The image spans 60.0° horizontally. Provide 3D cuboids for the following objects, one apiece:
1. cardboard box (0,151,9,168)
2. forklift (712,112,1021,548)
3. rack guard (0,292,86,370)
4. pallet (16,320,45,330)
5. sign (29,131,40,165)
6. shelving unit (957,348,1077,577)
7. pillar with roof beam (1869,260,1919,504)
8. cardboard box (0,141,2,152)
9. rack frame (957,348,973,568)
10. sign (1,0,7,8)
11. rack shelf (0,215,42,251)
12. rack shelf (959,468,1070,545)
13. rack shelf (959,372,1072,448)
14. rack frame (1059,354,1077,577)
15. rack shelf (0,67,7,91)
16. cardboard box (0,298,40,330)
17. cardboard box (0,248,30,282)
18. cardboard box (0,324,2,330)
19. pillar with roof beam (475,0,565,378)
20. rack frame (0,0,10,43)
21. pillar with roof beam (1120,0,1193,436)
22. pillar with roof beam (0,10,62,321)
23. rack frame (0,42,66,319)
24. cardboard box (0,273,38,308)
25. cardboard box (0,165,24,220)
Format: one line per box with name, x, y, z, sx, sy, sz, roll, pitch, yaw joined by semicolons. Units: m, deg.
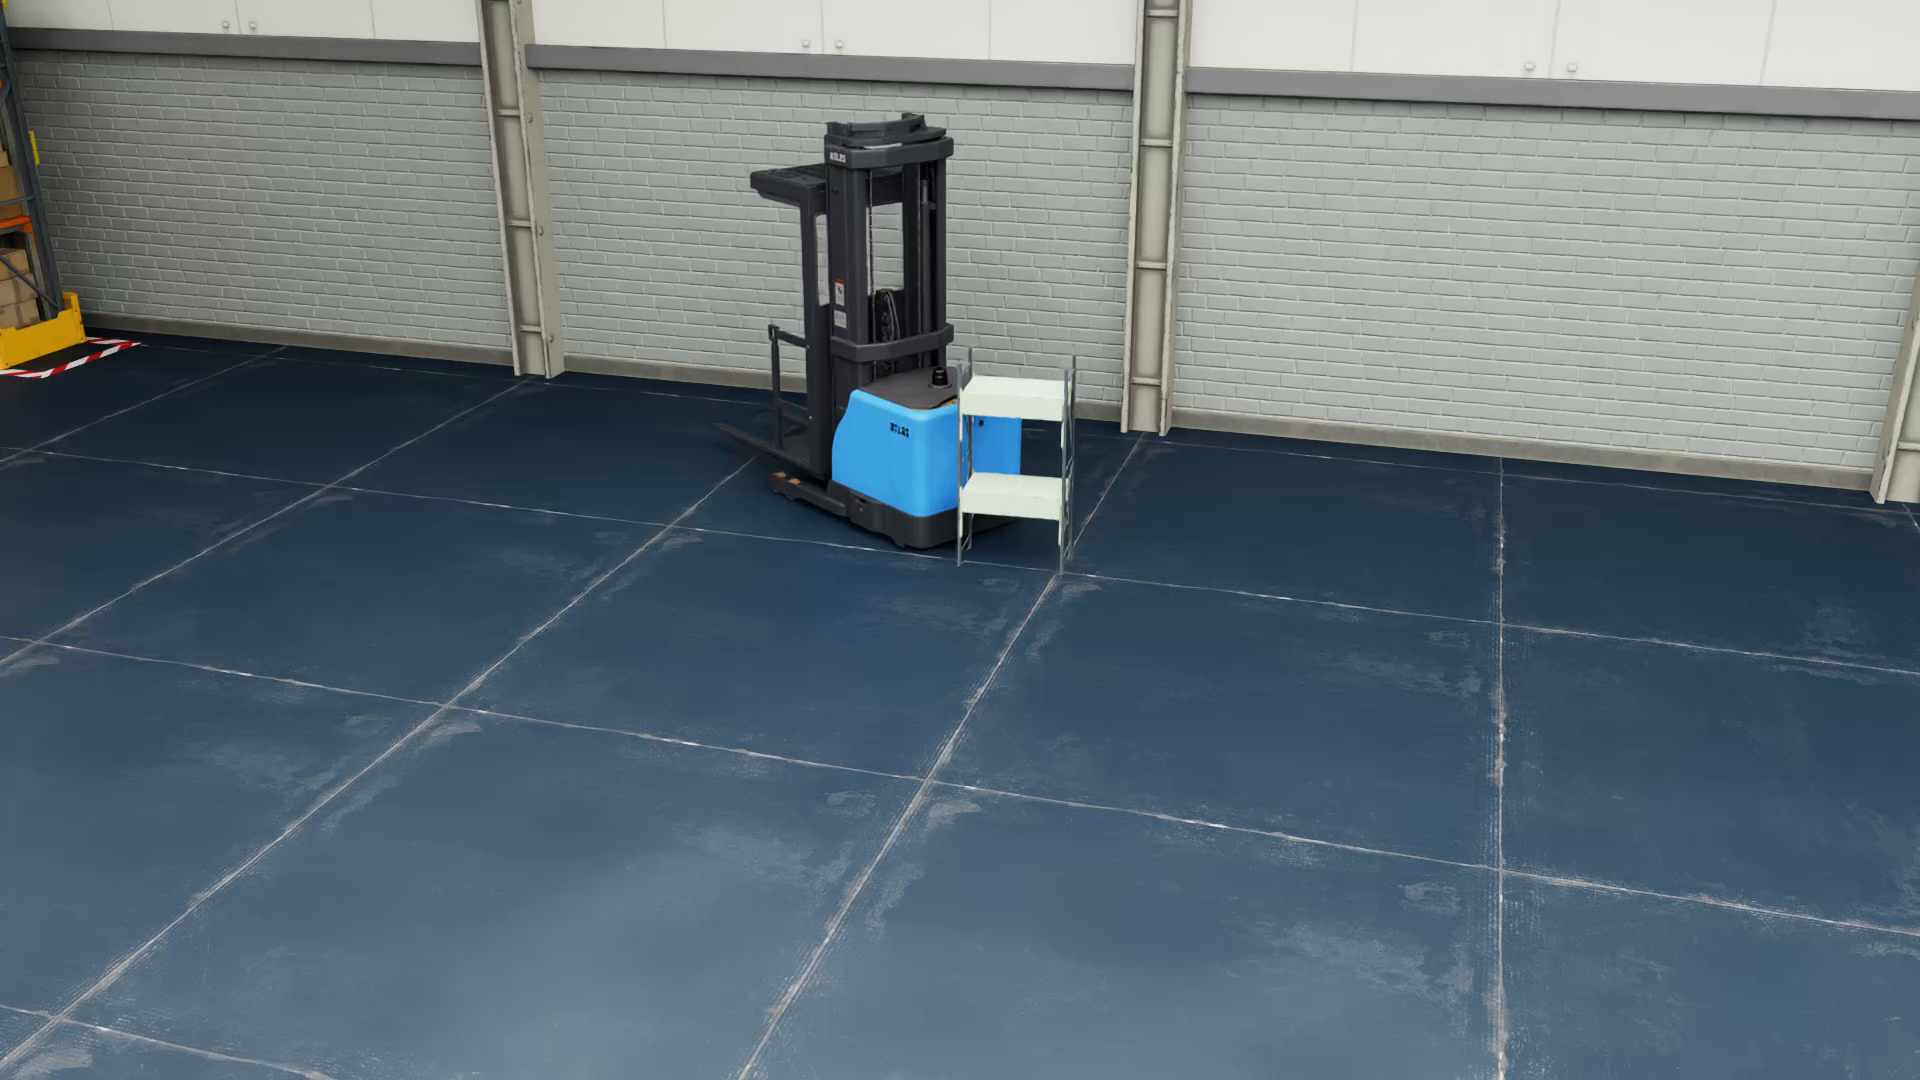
cardboard box;-9.692;-3.759;16.495;0.250;0.149;0.380;6;23;14
forklift;-0.870;-1.779;12.746;1.130;2.935;3.031;-18;28;-37
rack guard;-9.419;-2.122;16.785;0.348;0.500;1.175;7;23;16
pallet;-10.186;-2.060;17.013;1.213;0.211;1.003;7;23;16
sign;-9.276;-3.919;16.627;0.005;0.325;0.100;7;23;16
shelving unit;0.392;-0.542;11.614;0.755;1.500;0.431;5;23;11
pillar with roof beam;6.141;-2.923;7.539;0.400;9.000;9.100;7;23;16
cardboard box;-9.702;-3.880;16.397;0.250;0.149;0.380;6;23;14
rack frame;0.034;-0.572;11.687;0.023;1.500;0.400;5;23;11
sign;-9.276;-5.311;16.056;0.005;0.325;0.100;7;23;16
rack shelf;-11.357;-3.168;16.988;4.000;0.370;1.077;7;23;16
rack shelf;0.392;-0.240;11.738;0.720;0.370;0.431;5;23;11
rack shelf;0.392;-0.903;11.466;0.720;0.370;0.431;5;23;11
rack frame;0.749;-0.512;11.541;0.023;1.500;0.400;5;23;11
rack shelf;-11.357;-4.555;16.418;4.000;0.370;1.077;7;23;16
cardboard box;-9.855;-2.328;17.063;0.500;0.250;0.500;7;23;16
cardboard box;-9.847;-2.787;16.865;0.500;0.250;0.500;6;23;15
cardboard box;-9.983;-2.140;16.604;0.500;0.250;0.500;7;23;16
pillar with roof beam;-5.347;-4.239;10.746;0.400;9.000;9.100;7;23;16
rack frame;-9.442;-6.057;15.178;0.127;3.000;1.000;7;23;16
pillar with roof beam;0.397;-3.581;9.142;0.400;9.000;9.100;7;23;16
pillar with roof beam;-11.092;-4.896;12.349;0.400;9.000;9.100;7;23;16
rack frame;-9.442;-3.281;16.317;0.127;3.000;1.000;7;23;16
cardboard box;-9.832;-2.562;16.973;0.500;0.250;0.500;7;23;16
cardboard box;-9.836;-3.483;16.676;0.500;0.500;0.500;7;23;17
